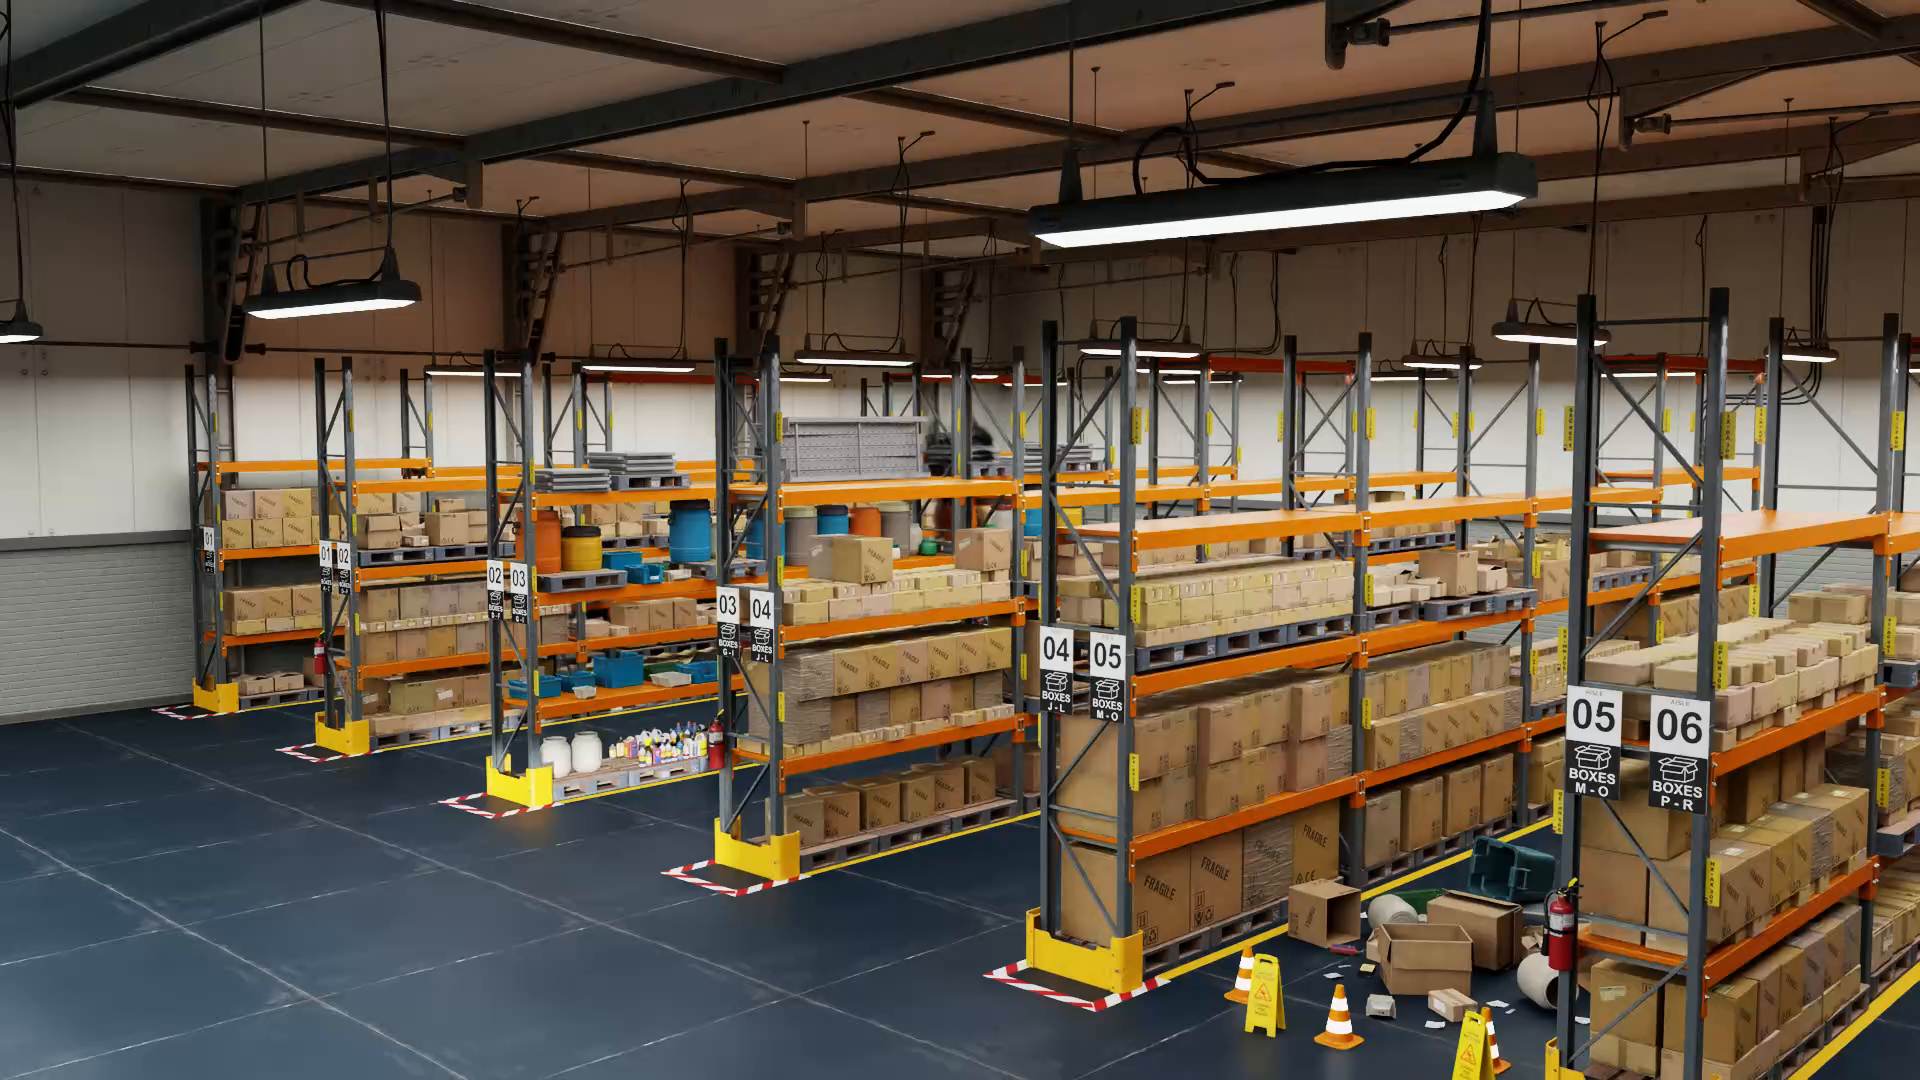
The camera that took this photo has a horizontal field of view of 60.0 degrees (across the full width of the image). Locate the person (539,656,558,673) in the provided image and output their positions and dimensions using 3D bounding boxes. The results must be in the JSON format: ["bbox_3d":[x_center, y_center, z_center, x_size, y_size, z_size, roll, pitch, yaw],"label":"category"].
[{"bbox_3d":[-7.599,1.954,30.092,0.704,1.772,1.070,4,6,39],"label":"person"}]

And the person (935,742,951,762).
[{"bbox_3d":[-0.235,2.485,24.102,0.661,1.694,0.733,2,5,27],"label":"person"}]
